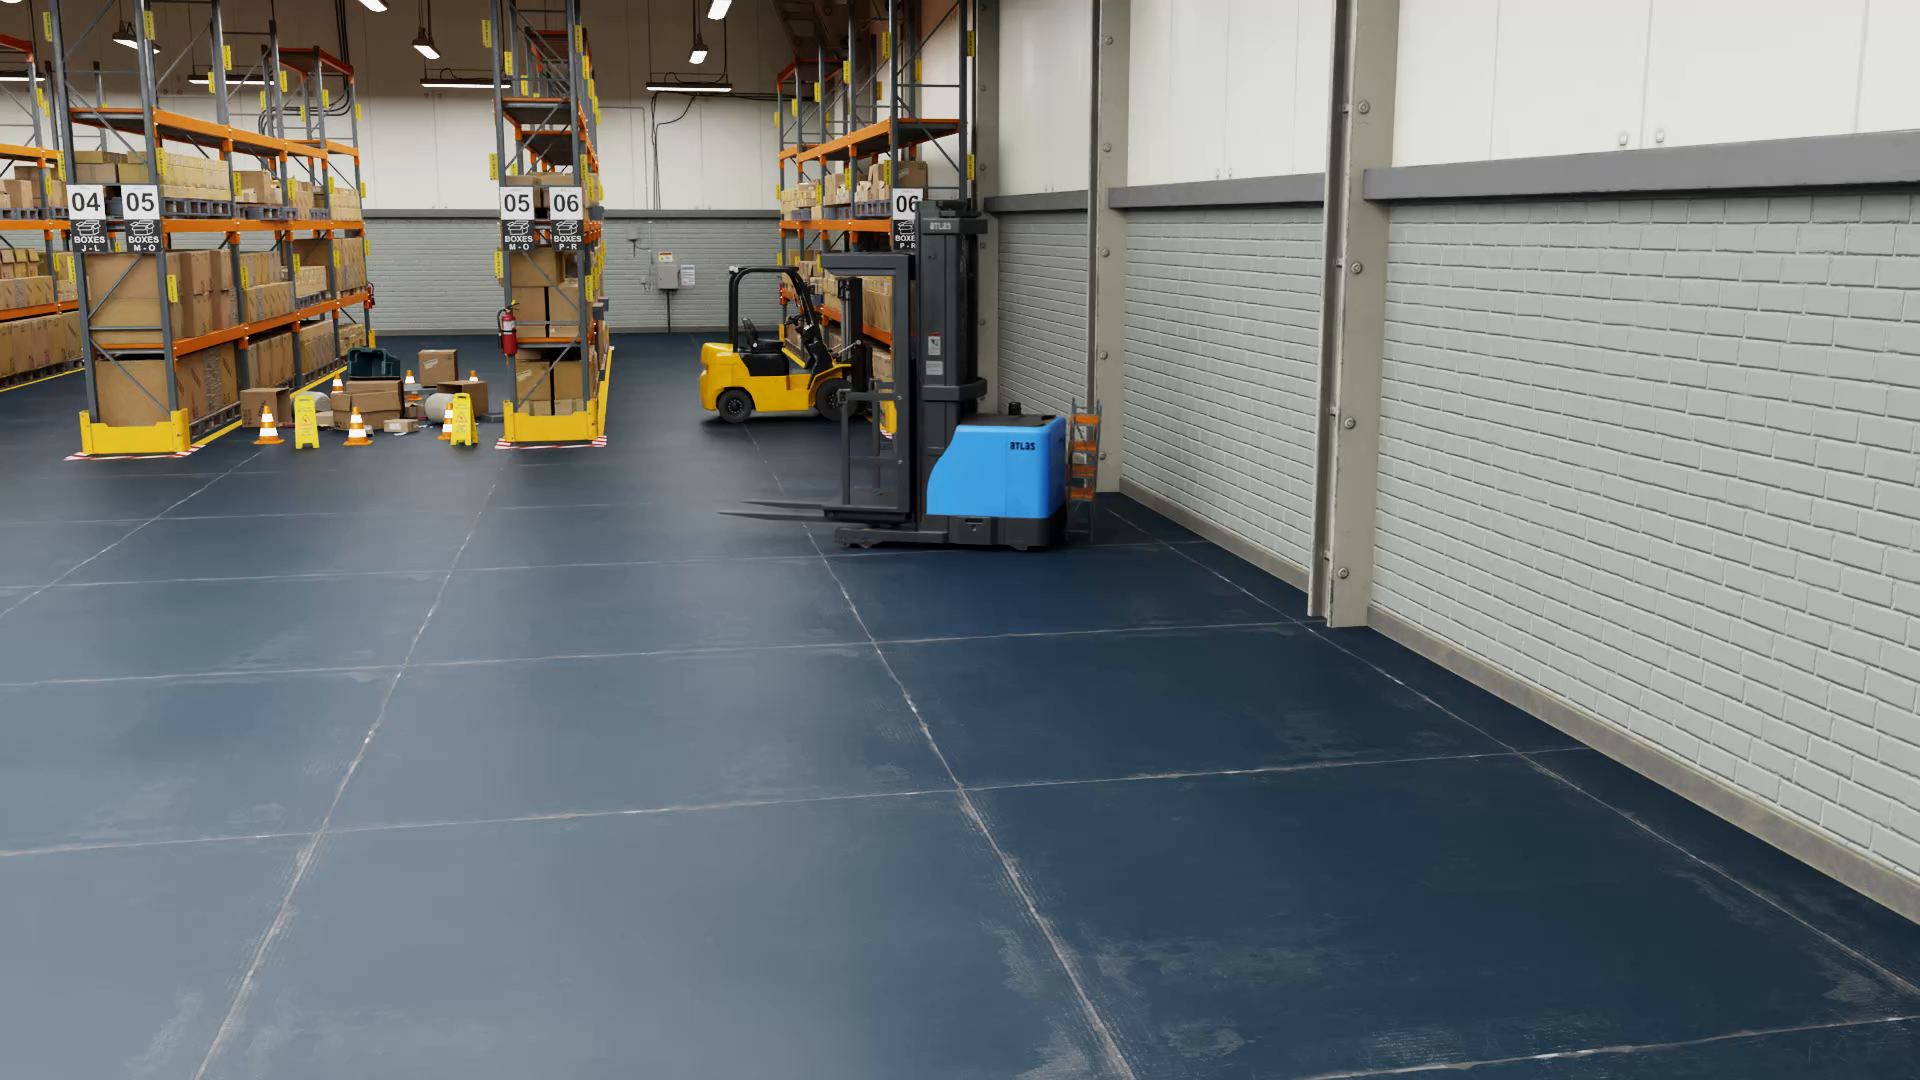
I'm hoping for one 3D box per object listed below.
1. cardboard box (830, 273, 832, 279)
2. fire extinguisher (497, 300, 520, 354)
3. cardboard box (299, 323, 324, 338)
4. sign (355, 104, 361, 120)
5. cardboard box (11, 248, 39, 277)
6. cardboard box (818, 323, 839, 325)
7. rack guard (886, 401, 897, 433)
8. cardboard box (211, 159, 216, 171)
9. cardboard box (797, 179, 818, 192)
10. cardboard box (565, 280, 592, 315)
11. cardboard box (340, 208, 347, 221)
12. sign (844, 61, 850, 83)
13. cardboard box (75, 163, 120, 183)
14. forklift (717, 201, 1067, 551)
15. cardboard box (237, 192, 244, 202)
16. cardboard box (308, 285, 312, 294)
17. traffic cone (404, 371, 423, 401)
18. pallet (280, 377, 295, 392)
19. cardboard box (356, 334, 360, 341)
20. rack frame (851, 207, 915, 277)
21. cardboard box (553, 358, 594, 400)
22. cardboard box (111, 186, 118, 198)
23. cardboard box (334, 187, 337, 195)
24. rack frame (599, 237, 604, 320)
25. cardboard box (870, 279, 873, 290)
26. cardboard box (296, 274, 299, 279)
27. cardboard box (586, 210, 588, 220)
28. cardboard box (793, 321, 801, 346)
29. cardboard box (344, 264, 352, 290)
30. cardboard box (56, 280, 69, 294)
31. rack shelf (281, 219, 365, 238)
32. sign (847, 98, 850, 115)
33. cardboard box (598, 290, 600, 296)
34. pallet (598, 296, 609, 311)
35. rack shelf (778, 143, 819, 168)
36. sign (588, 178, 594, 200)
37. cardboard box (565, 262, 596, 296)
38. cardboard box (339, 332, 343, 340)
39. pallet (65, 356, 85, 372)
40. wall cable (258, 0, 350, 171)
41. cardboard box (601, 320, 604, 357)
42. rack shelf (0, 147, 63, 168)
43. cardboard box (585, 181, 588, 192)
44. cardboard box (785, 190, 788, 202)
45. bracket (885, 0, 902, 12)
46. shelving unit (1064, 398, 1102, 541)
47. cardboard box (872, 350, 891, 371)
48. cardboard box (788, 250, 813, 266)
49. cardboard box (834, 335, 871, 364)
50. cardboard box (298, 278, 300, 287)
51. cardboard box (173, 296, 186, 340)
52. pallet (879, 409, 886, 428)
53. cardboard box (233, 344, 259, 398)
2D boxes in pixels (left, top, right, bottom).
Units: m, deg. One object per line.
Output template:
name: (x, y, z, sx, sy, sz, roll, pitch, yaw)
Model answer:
cardboard box: (-2.063, -4.621, 28.952, 0.380, 0.149, 0.250, -2, 11, -9)
fire extinguisher: (-5.707, -2.694, 21.033, 0.296, 0.674, 0.183, -2, 11, -11)
cardboard box: (-11.850, -3.800, 30.195, 0.500, 0.250, 0.500, -3, 11, -14)
sign: (-12.676, -9.006, 35.022, 0.100, 0.325, 0.005, -2, 11, -11)
cardboard box: (-17.199, -5.035, 30.177, 0.797, 0.503, 0.637, -2, 11, -12)
cardboard box: (-2.537, -4.087, 31.976, 0.380, 0.149, 0.250, -2, 11, -11)
rack guard: (-0.404, -1.718, 22.387, 1.175, 0.500, 0.348, -2, 11, -11)
cardboard box: (-10.361, -5.108, 22.637, 0.380, 0.149, 0.250, -2, 11, -10)
cardboard box: (-3.027, -7.039, 33.010, 0.396, 0.266, 0.258, -2, 11, -12)
cardboard box: (-5.512, -3.437, 23.667, 0.500, 0.500, 0.500, -2, 11, -9)
cardboard box: (-12.466, -6.454, 32.961, 0.500, 0.250, 0.500, -2, 11, -9)
sign: (-1.717, -7.107, 25.260, 0.100, 0.325, 0.005, -2, 11, -11)
cardboard box: (-10.482, -4.452, 20.256, 0.500, 0.250, 0.500, -2, 11, -10)
forklift: (-0.616, -1.468, 14.568, 3.031, 2.935, 1.130, 2, 11, 12)
cardboard box: (-10.849, -5.109, 24.777, 0.250, 0.149, 0.380, -2, 11, -11)
cardboard box: (-11.867, -4.501, 29.872, 0.380, 0.149, 0.250, -2, 11, -13)
traffic cone: (-8.707, -2.450, 26.332, 0.336, 0.463, 0.334, -2, 11, -11)
pallet: (-11.589, -2.521, 27.377, 1.003, 0.211, 1.213, -2, 11, -11)
cardboard box: (-12.626, -4.181, 34.347, 0.380, 0.149, 0.250, -2, 11, -10)
rack frame: (-1.187, -3.684, 26.031, 1.000, 3.000, 0.127, -2, 11, -11)
cardboard box: (-5.168, -2.156, 22.225, 0.500, 0.500, 0.500, -3, 11, -13)
cardboard box: (-10.558, -4.271, 20.374, 0.380, 0.149, 0.250, -2, 11, -11)
cardboard box: (-12.396, -6.820, 32.479, 0.380, 0.149, 0.250, -2, 11, -13)
rack frame: (-8.389, -5.704, 36.642, 1.000, 3.000, 0.127, -2, 11, -11)
cardboard box: (-1.102, -3.700, 24.109, 0.380, 0.149, 0.250, -2, 11, -12)
cardboard box: (-11.667, -4.599, 28.796, 0.380, 0.149, 0.250, -2, 11, -11)
cardboard box: (-5.694, -4.806, 24.576, 0.380, 0.149, 0.250, -2, 11, -11)
cardboard box: (-3.165, -4.399, 35.349, 0.700, 0.500, 0.500, -3, 11, -13)
cardboard box: (-12.462, -5.251, 33.200, 0.500, 0.500, 0.500, -2, 11, -12)
cardboard box: (-17.166, -4.778, 31.383, 0.500, 0.250, 0.500, -2, 11, -12)
rack shelf: (-12.836, -6.259, 33.458, 1.077, 0.370, 4.000, -2, 11, -11)
sign: (-2.200, -8.656, 33.188, 0.100, 0.325, 0.005, -2, 11, -11)
cardboard box: (-7.178, -4.730, 31.926, 0.500, 0.250, 0.500, -2, 11, -12)
pallet: (-6.590, -4.016, 28.285, 1.213, 0.211, 1.003, -2, 11, -11)
rack shelf: (-3.132, -8.110, 35.173, 1.077, 0.370, 4.000, -2, 11, -11)
sign: (-5.524, -5.252, 24.861, 0.100, 0.325, 0.005, -2, 11, -11)
cardboard box: (-5.865, -4.001, 25.509, 0.500, 0.500, 0.500, -2, 11, -10)
cardboard box: (-12.306, -3.993, 32.564, 0.380, 0.149, 0.250, -2, 11, -8)
pallet: (-17.403, -3.382, 31.902, 1.003, 0.211, 1.213, -2, 11, -11)
wall cable: (-15.829, -11.033, 39.994, 2.277, 5.999, 0.120, -2, 11, -11)
cardboard box: (-7.229, -3.857, 31.496, 0.875, 0.875, 0.875, -2, 11, -9)
rack shelf: (-17.721, -7.374, 32.365, 1.077, 0.370, 4.000, -2, 11, -11)
cardboard box: (-5.511, -5.056, 23.755, 0.380, 0.149, 0.250, -2, 11, -9)
cardboard box: (-3.489, -7.401, 35.802, 0.500, 0.250, 0.500, -2, 11, -12)
bracket: (-1.095, -8.838, 27.436, 0.235, 0.232, 0.430, -2, 11, -11)
shelving unit: (1.087, -0.631, 14.766, 0.258, 1.200, 0.503, 4, 11, 2)
cardboard box: (-1.017, -2.556, 23.660, 0.500, 0.250, 0.500, -2, 11, -10)
cardboard box: (-3.405, -5.958, 35.576, 0.500, 0.500, 0.500, -2, 11, -10)
cardboard box: (-1.722, -3.223, 28.836, 0.875, 0.625, 0.625, -2, 11, -9)
cardboard box: (-11.676, -4.462, 28.868, 0.380, 0.149, 0.250, -2, 11, -13)
cardboard box: (-10.358, -2.811, 21.042, 0.875, 0.550, 0.550, -2, 11, -11)
pallet: (-0.599, -1.720, 23.166, 1.003, 0.211, 1.213, -2, 11, -11)
cardboard box: (-11.100, -2.516, 24.788, 1.050, 0.750, 0.750, -2, 11, -11)
